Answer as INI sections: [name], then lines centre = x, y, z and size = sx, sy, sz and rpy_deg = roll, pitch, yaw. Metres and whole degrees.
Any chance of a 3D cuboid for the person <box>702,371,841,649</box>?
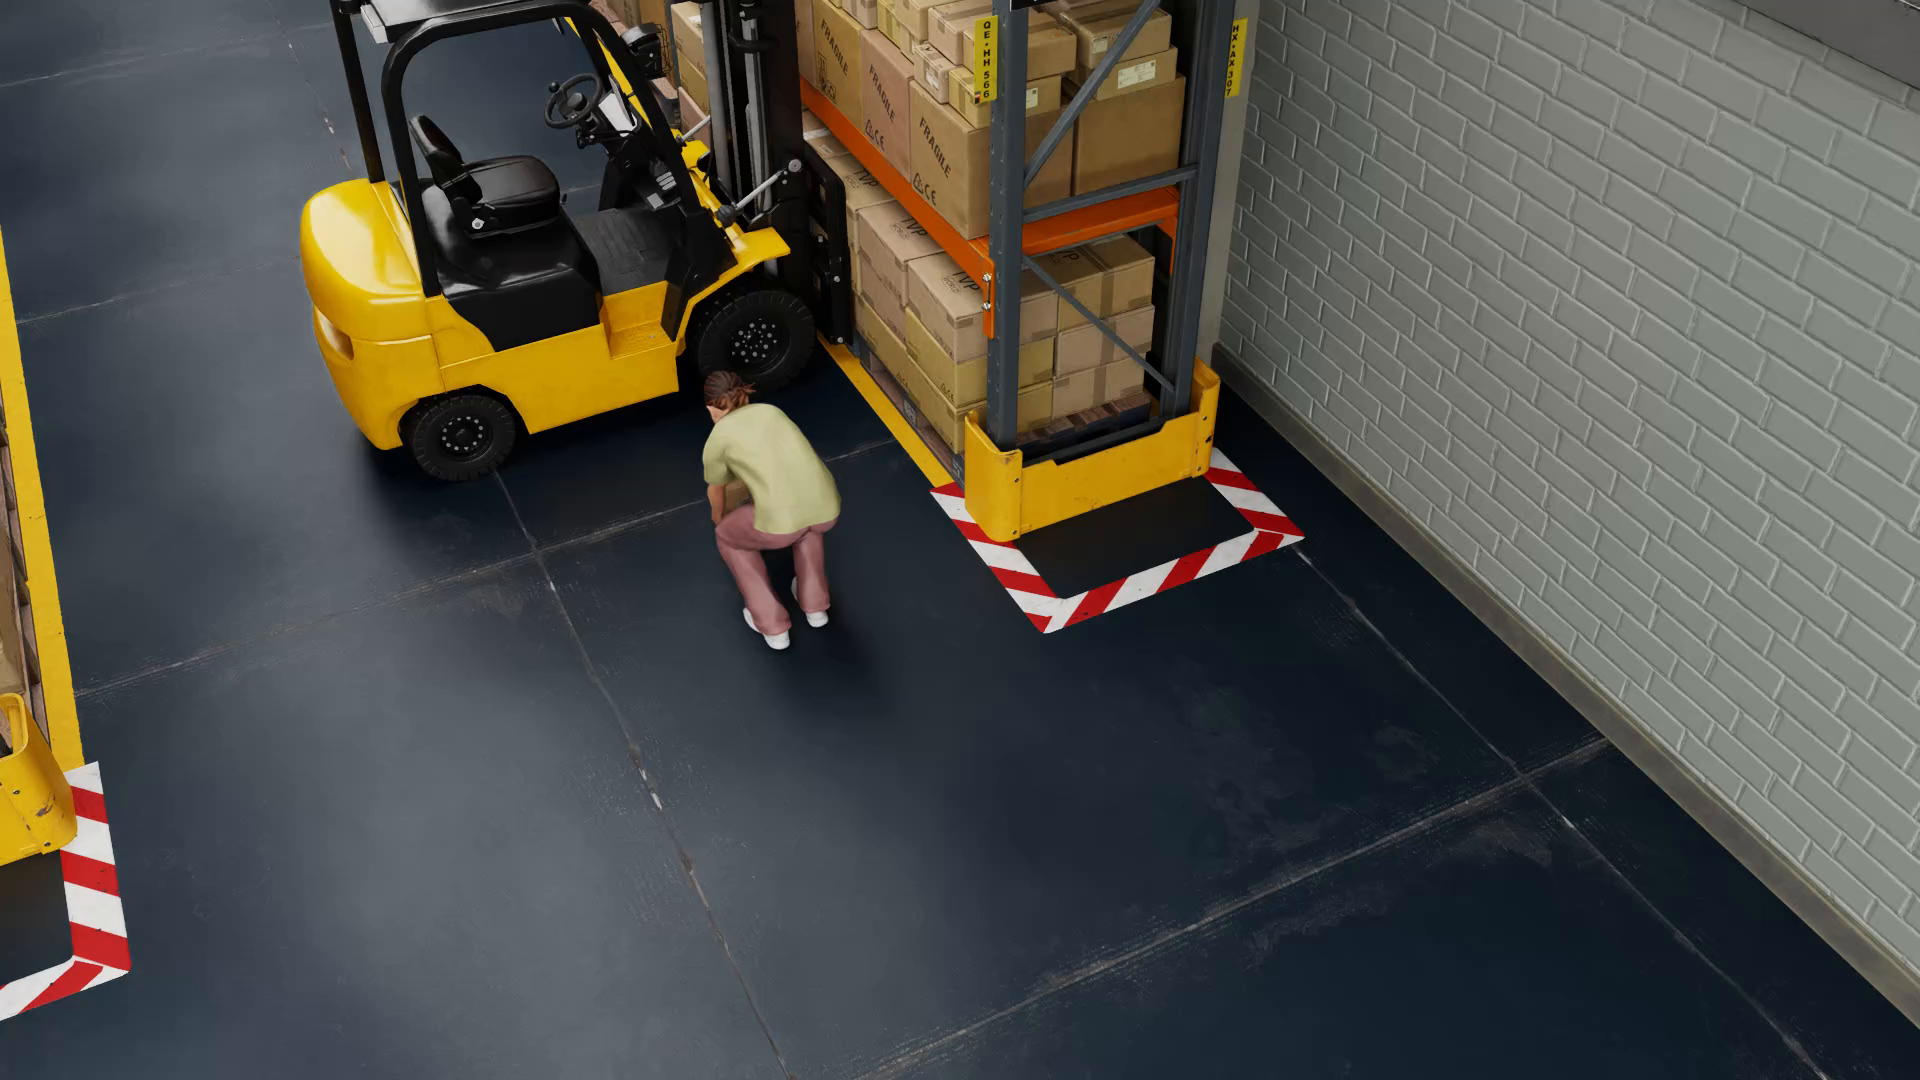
[person]
centre = -0.795, -0.118, 6.823
size = 0.464, 0.975, 0.867
rpy_deg = -21, 46, -22
